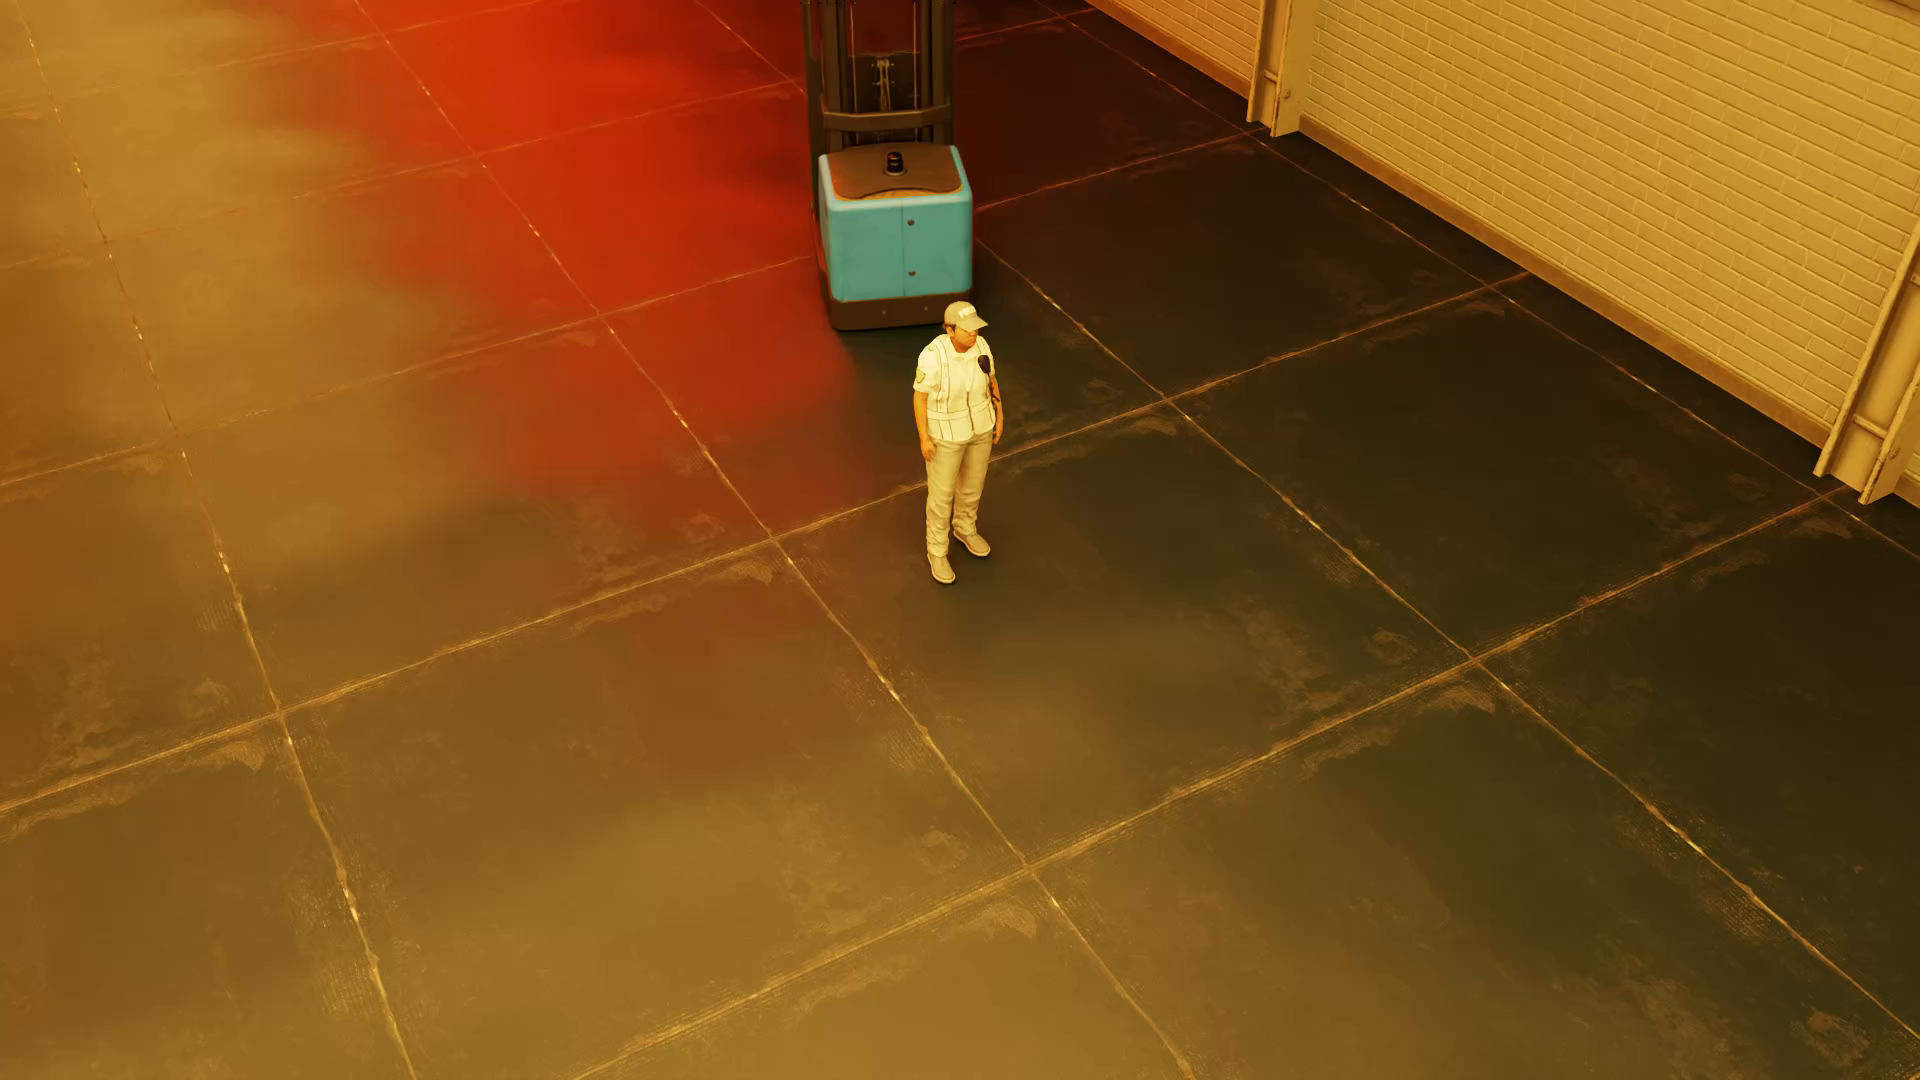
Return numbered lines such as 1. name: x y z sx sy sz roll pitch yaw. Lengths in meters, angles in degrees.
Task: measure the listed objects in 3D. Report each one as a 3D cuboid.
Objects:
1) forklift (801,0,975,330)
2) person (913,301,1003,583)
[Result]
1. forklift: -0.627 -3.588 12.362 1.130 2.935 3.031 -6 40 -7
2. person: 0.019 -0.598 9.736 0.599 1.670 0.529 -20 44 -23
